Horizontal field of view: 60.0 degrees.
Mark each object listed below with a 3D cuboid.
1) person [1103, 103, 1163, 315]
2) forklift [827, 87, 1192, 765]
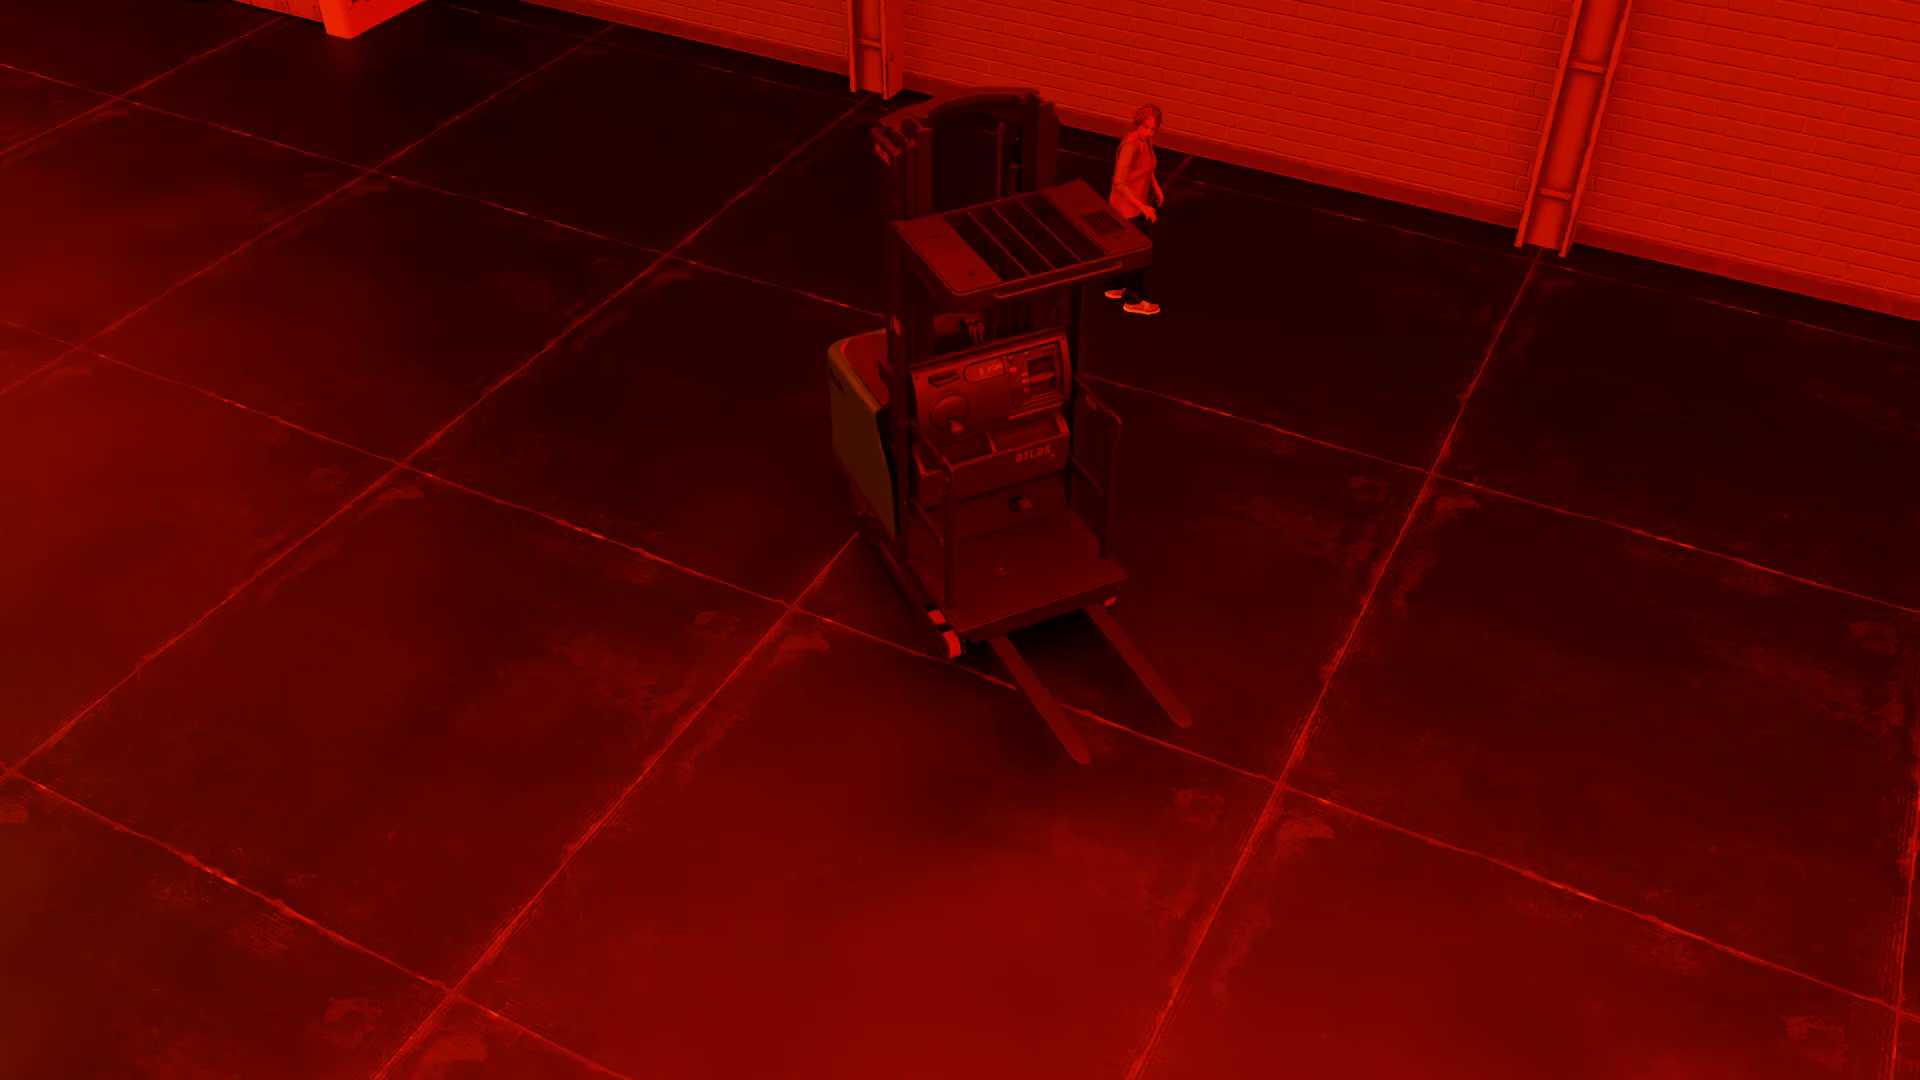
[{"bbox_3d":[1.278,-2.371,11.879,0.447,1.562,0.625,8,41,9],"label":"person"},{"bbox_3d":[0.272,-0.767,8.898,1.130,2.935,3.031,-17,43,-19],"label":"forklift"}]
